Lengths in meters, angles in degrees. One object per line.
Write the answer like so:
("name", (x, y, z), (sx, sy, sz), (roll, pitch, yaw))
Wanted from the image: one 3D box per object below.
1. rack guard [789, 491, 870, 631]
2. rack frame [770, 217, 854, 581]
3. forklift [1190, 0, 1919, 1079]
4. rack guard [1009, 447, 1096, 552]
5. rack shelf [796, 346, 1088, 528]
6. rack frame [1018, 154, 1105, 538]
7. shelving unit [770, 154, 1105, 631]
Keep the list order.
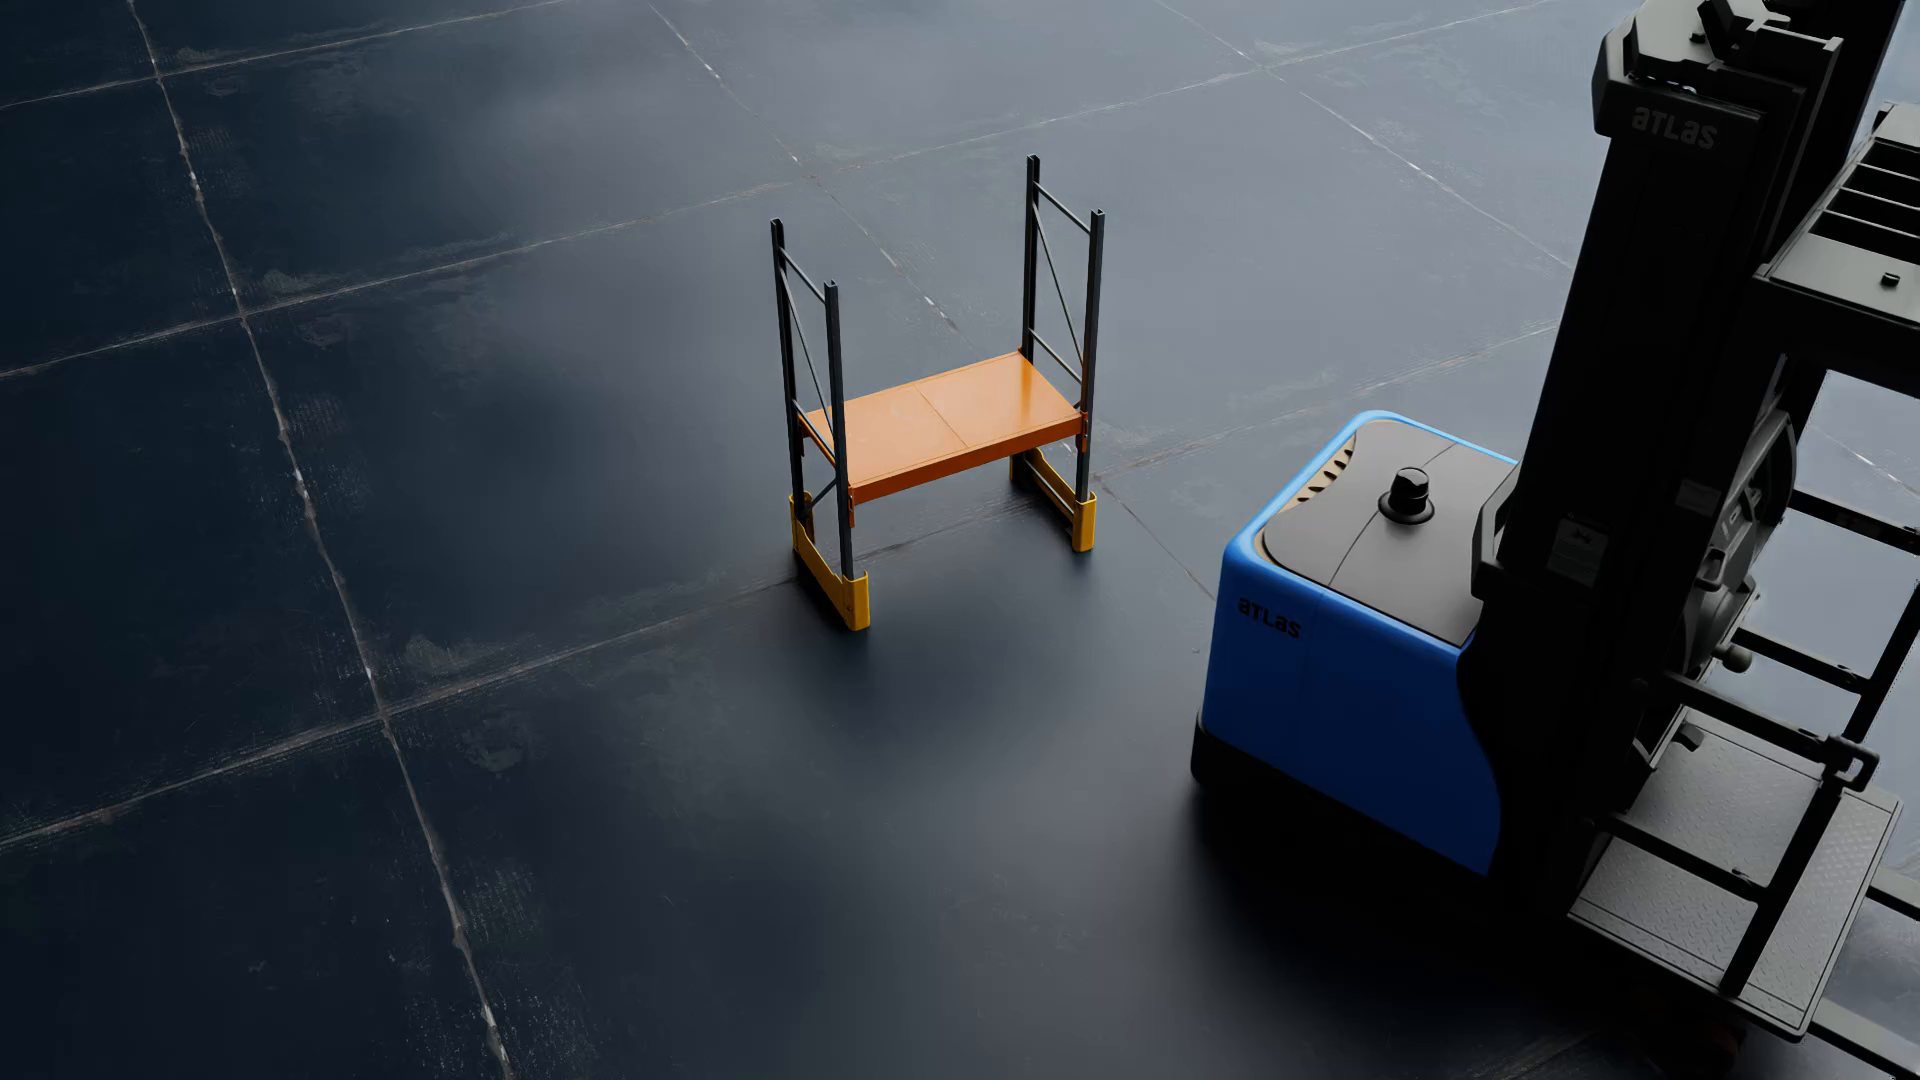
("rack guard", (-0.509, 0.076, 6.467), (0.087, 0.250, 0.587), (-19, 44, -21))
("rack frame", (-0.527, -0.395, 6.056), (0.032, 1.500, 0.500), (-19, 44, -21))
("forklift", (2.269, 0.062, 4.408), (3.031, 2.935, 1.130), (26, 47, 28))
("rack guard", (0.374, -0.221, 6.818), (0.087, 0.250, 0.587), (-19, 44, -21))
("rack shelf", (-0.076, -0.410, 6.352), (1.000, 0.185, 0.538), (-19, 44, -21))
("rack frame", (0.375, -0.699, 6.415), (0.032, 1.500, 0.500), (-19, 44, -21))
("shelving unit", (-0.068, -0.550, 6.239), (1.083, 1.500, 0.587), (-19, 44, -21))
